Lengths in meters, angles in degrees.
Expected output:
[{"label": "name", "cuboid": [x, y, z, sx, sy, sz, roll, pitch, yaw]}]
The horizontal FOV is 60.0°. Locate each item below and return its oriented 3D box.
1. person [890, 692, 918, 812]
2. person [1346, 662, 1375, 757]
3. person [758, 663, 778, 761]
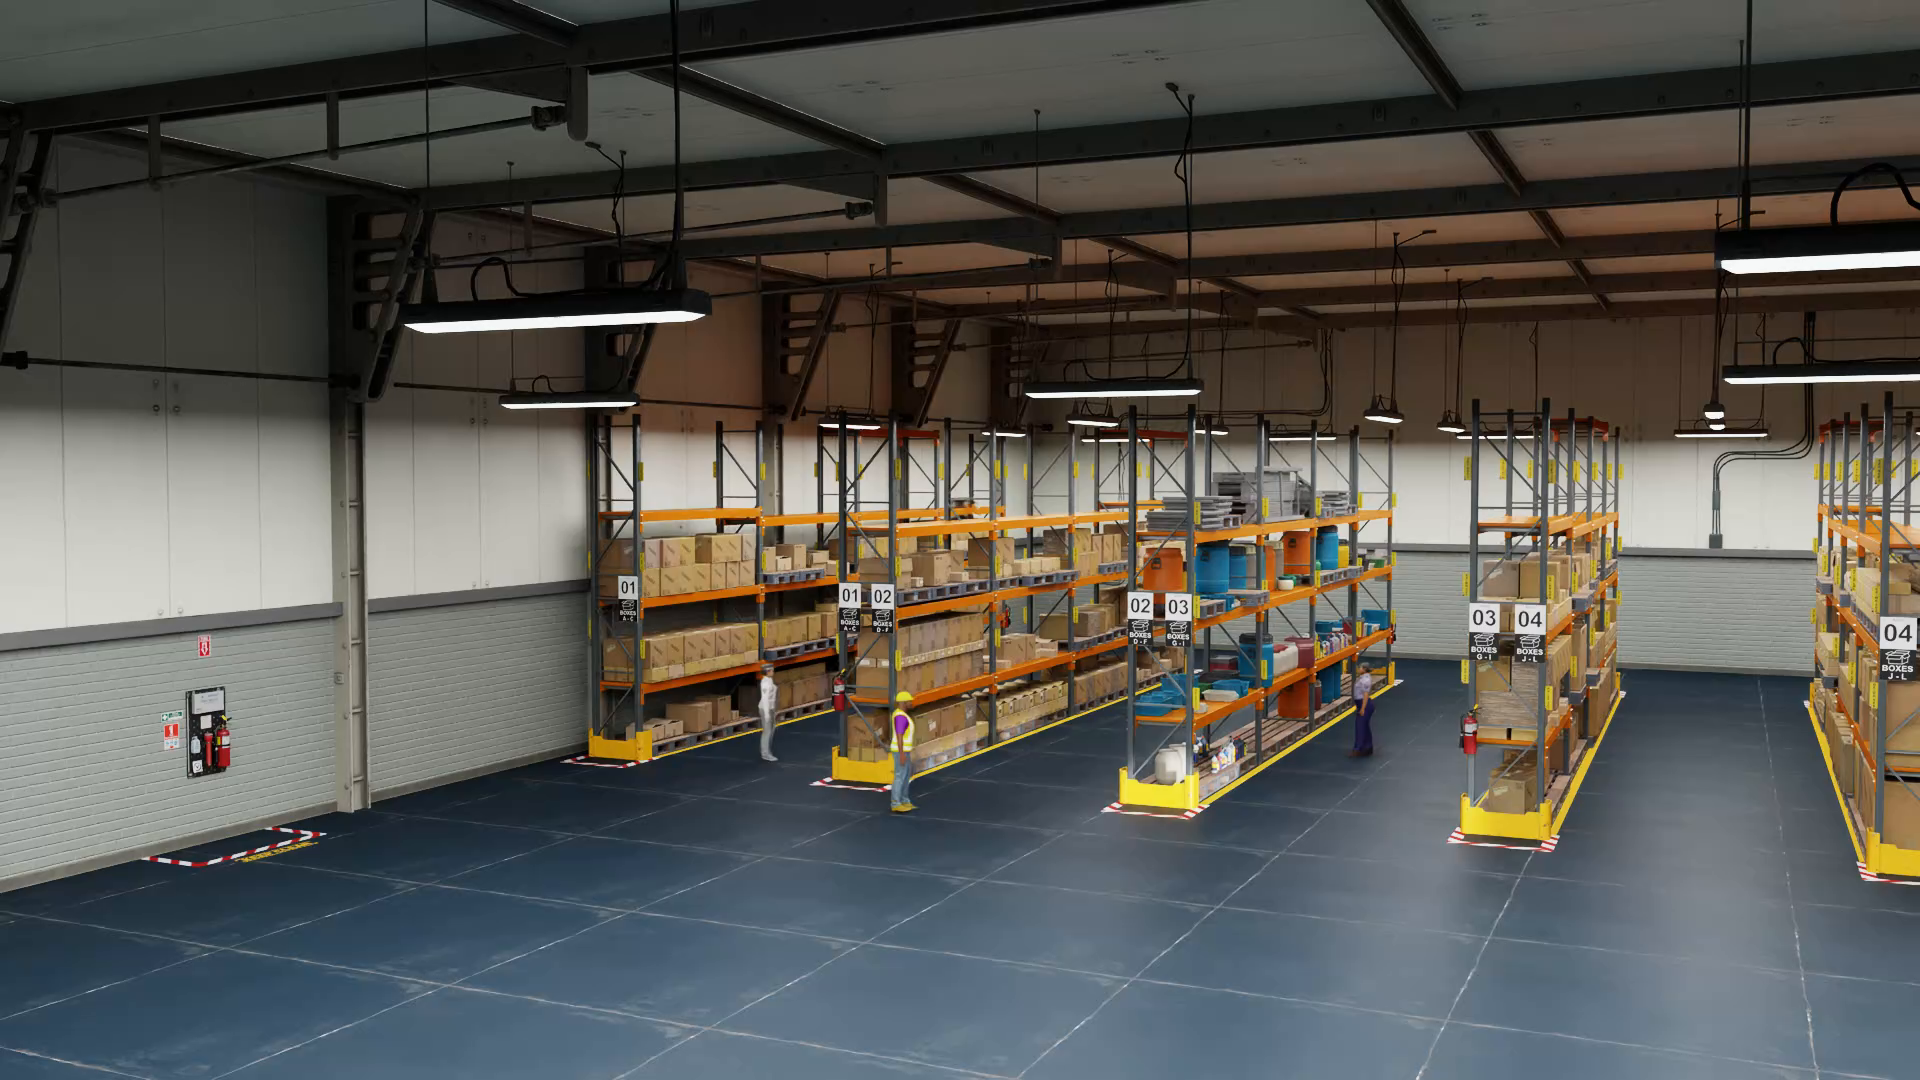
[{"label": "person", "cuboid": [-0.818, 3.132, 24.508, 0.426, 1.798, 0.672, 0, 2, -1]}, {"label": "person", "cuboid": [7.050, 2.973, 29.363, 0.536, 1.647, 0.524, 0, 2, 2]}, {"label": "person", "cuboid": [-3.344, 3.013, 28.946, 0.341, 1.762, 0.560, 0, 2, 1]}]
